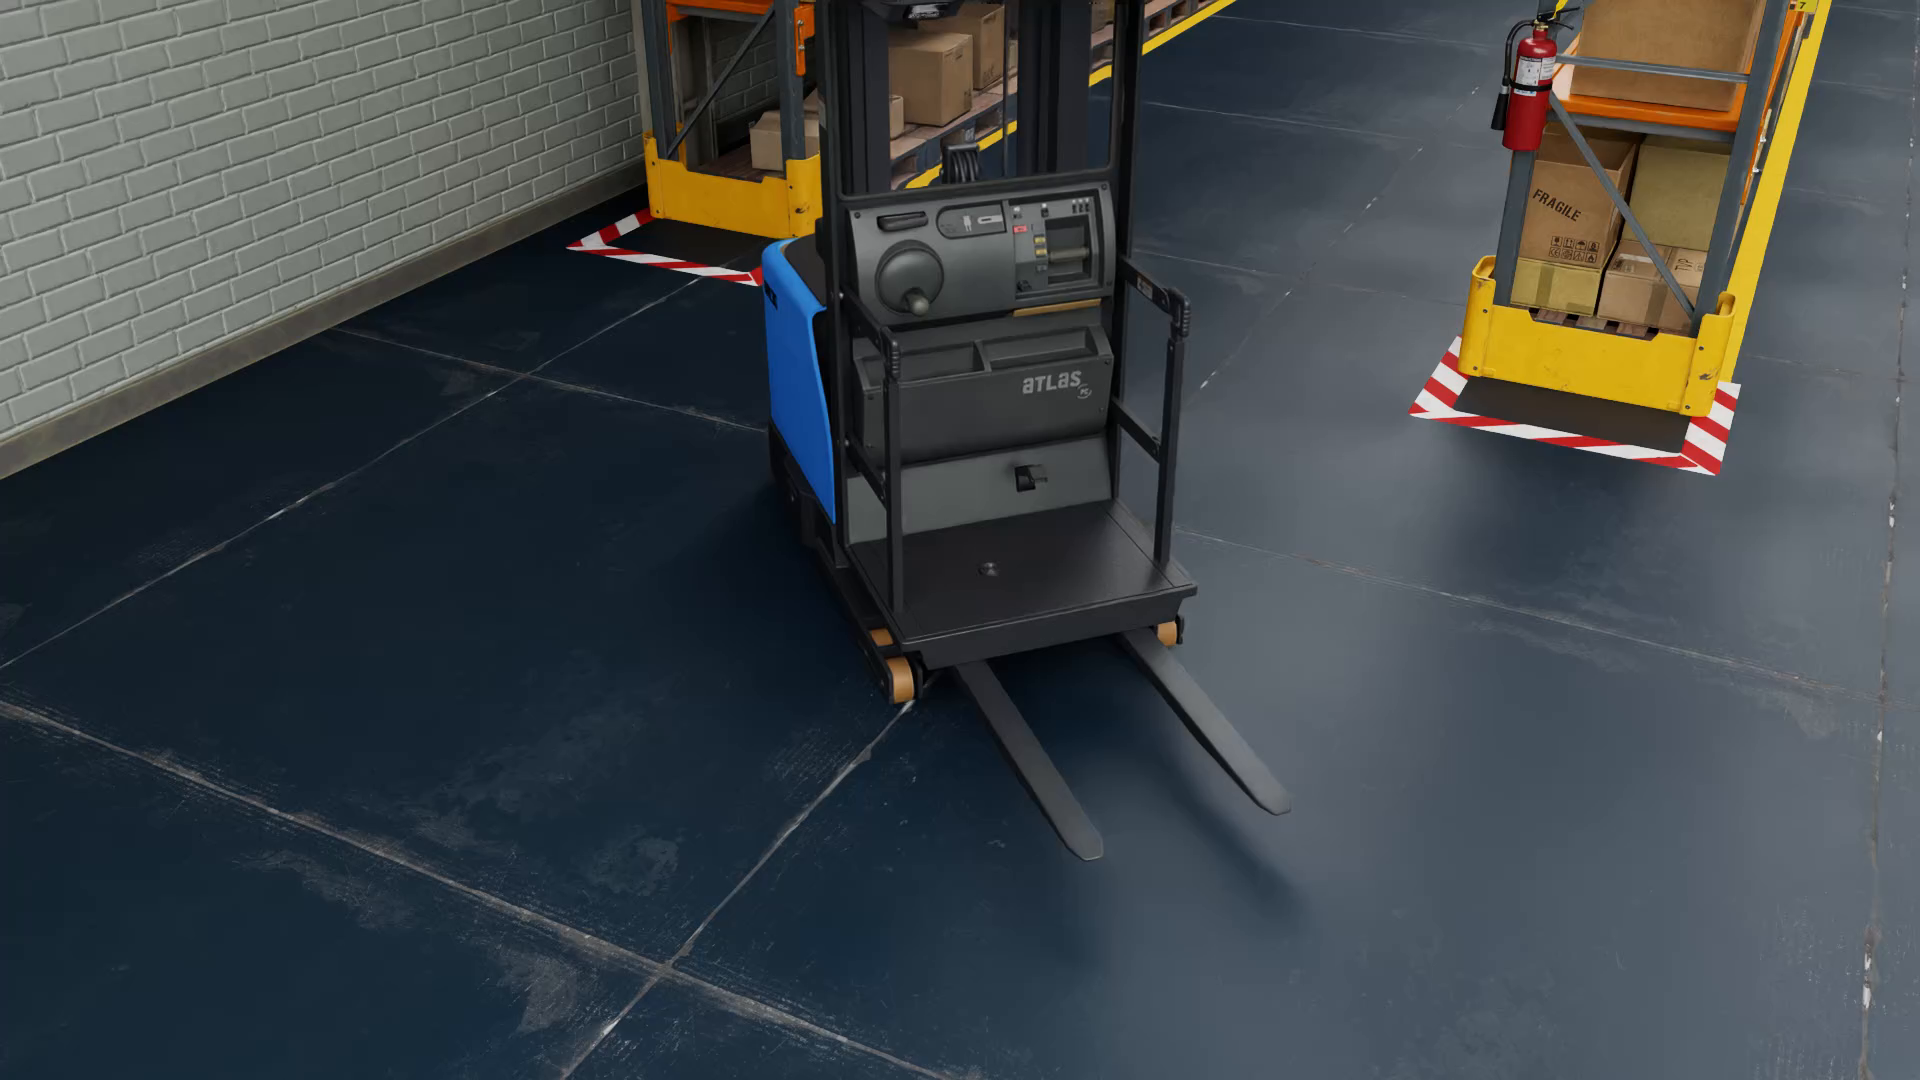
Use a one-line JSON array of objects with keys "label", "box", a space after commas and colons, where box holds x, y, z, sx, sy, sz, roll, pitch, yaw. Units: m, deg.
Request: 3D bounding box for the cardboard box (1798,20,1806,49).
[{"label": "cardboard box", "box": [6.435, -4.100, 13.218, 0.500, 0.250, 0.500, 14, 33, 23]}]

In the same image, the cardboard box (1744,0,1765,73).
[{"label": "cardboard box", "box": [3.503, -2.563, 8.101, 0.700, 0.500, 0.500, 15, 33, 25]}]

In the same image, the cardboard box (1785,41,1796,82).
[{"label": "cardboard box", "box": [5.277, -3.215, 11.113, 0.500, 0.311, 0.500, 14, 33, 23]}]

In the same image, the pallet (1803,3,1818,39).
[{"label": "pallet", "box": [7.063, -4.742, 14.795, 1.003, 0.211, 1.213, 14, 33, 23]}]

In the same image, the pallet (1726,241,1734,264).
[{"label": "pallet", "box": [3.912, -1.760, 9.603, 1.003, 0.211, 1.213, 14, 33, 23]}]

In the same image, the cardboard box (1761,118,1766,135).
[{"label": "cardboard box", "box": [4.612, -2.696, 10.019, 0.500, 0.500, 0.500, 14, 33, 23]}]

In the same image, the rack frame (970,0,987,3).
[{"label": "rack frame", "box": [0.455, -4.977, 12.405, 1.000, 3.000, 0.127, 14, 33, 23]}]

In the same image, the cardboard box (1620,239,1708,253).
[{"label": "cardboard box", "box": [3.711, -1.482, 8.657, 0.500, 0.250, 0.500, 14, 33, 23]}]

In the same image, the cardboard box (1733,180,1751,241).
[{"label": "cardboard box", "box": [4.172, -1.924, 9.427, 0.500, 0.250, 0.500, 14, 33, 23]}]

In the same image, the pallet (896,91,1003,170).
[{"label": "pallet", "box": [-0.374, -2.920, 11.622, 1.003, 0.211, 1.213, 14, 33, 23]}]

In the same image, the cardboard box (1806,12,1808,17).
[{"label": "cardboard box", "box": [6.438, -4.342, 13.074, 0.500, 0.311, 0.500, 14, 33, 23]}]

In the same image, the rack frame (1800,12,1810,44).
[{"label": "rack frame", "box": [6.689, -5.629, 13.539, 1.000, 3.000, 0.127, 14, 33, 23]}]

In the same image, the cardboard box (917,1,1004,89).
[{"label": "cardboard box", "box": [0.018, -3.615, 12.101, 0.500, 0.500, 0.500, 12, 32, 20]}]

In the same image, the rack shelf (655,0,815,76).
[{"label": "rack shelf", "box": [-0.456, -3.779, 11.041, 1.077, 0.370, 4.000, 14, 33, 23]}]

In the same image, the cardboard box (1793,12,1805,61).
[{"label": "cardboard box", "box": [5.744, -3.665, 11.897, 0.500, 0.311, 0.500, 13, 32, 22]}]

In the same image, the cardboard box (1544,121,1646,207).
[{"label": "cardboard box", "box": [3.466, -2.149, 9.066, 0.500, 0.500, 0.500, 14, 33, 23]}]

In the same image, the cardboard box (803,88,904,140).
[{"label": "cardboard box", "box": [-0.712, -2.768, 10.816, 0.500, 0.311, 0.500, 17, 34, 27]}]

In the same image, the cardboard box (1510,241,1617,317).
[{"label": "cardboard box", "box": [3.026, -1.377, 8.474, 0.500, 0.250, 0.500, 14, 33, 23]}]

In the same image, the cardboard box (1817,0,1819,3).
[{"label": "cardboard box", "box": [7.151, -4.872, 14.291, 0.500, 0.500, 0.500, 16, 33, 25]}]

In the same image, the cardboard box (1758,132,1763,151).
[{"label": "cardboard box", "box": [4.613, -2.370, 10.205, 0.500, 0.250, 0.500, 14, 33, 23]}]

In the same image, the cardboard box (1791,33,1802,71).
[{"label": "cardboard box", "box": [5.971, -3.649, 12.432, 0.500, 0.250, 0.500, 15, 33, 24]}]

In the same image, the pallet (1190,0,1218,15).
[{"label": "pallet", "box": [1.920, -5.195, 15.585, 1.003, 0.211, 1.213, 14, 33, 23]}]

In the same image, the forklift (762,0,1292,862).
[{"label": "forklift", "box": [0.160, -0.934, 5.433, 1.130, 2.935, 3.031, -10, 31, -17]}]

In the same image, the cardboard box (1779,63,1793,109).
[{"label": "cardboard box", "box": [5.505, -3.194, 11.639, 0.500, 0.250, 0.500, 15, 33, 24]}]

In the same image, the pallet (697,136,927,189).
[{"label": "pallet", "box": [-0.931, -2.381, 10.684, 1.003, 0.211, 1.213, 14, 33, 23]}]

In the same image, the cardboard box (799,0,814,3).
[{"label": "cardboard box", "box": [-0.862, -3.292, 9.601, 0.500, 0.250, 0.500, 13, 32, 22]}]

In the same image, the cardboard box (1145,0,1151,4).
[{"label": "cardboard box", "box": [1.235, -4.872, 14.290, 0.700, 0.500, 0.500, 15, 33, 24]}]

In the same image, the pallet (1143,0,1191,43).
[{"label": "pallet", "box": [1.363, -4.656, 14.647, 1.003, 0.211, 1.213, 14, 33, 23]}]

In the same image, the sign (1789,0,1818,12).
[{"label": "sign", "box": [3.536, -2.363, 6.904, 0.100, 0.325, 0.005, 14, 33, 23]}]

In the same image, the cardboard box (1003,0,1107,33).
[{"label": "cardboard box", "box": [0.776, -4.414, 13.493, 0.700, 0.500, 0.500, 15, 33, 25]}]

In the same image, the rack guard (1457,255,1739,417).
[{"label": "rack guard", "box": [3.033, -0.987, 7.967, 1.175, 0.500, 0.348, 14, 33, 23]}]

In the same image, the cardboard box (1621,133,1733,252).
[{"label": "cardboard box", "box": [3.713, -1.806, 8.470, 0.500, 0.500, 0.500, 14, 33, 23]}]

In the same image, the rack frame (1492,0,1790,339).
[{"label": "rack frame", "box": [3.044, -2.082, 7.363, 1.000, 3.000, 0.127, 14, 33, 23]}]
